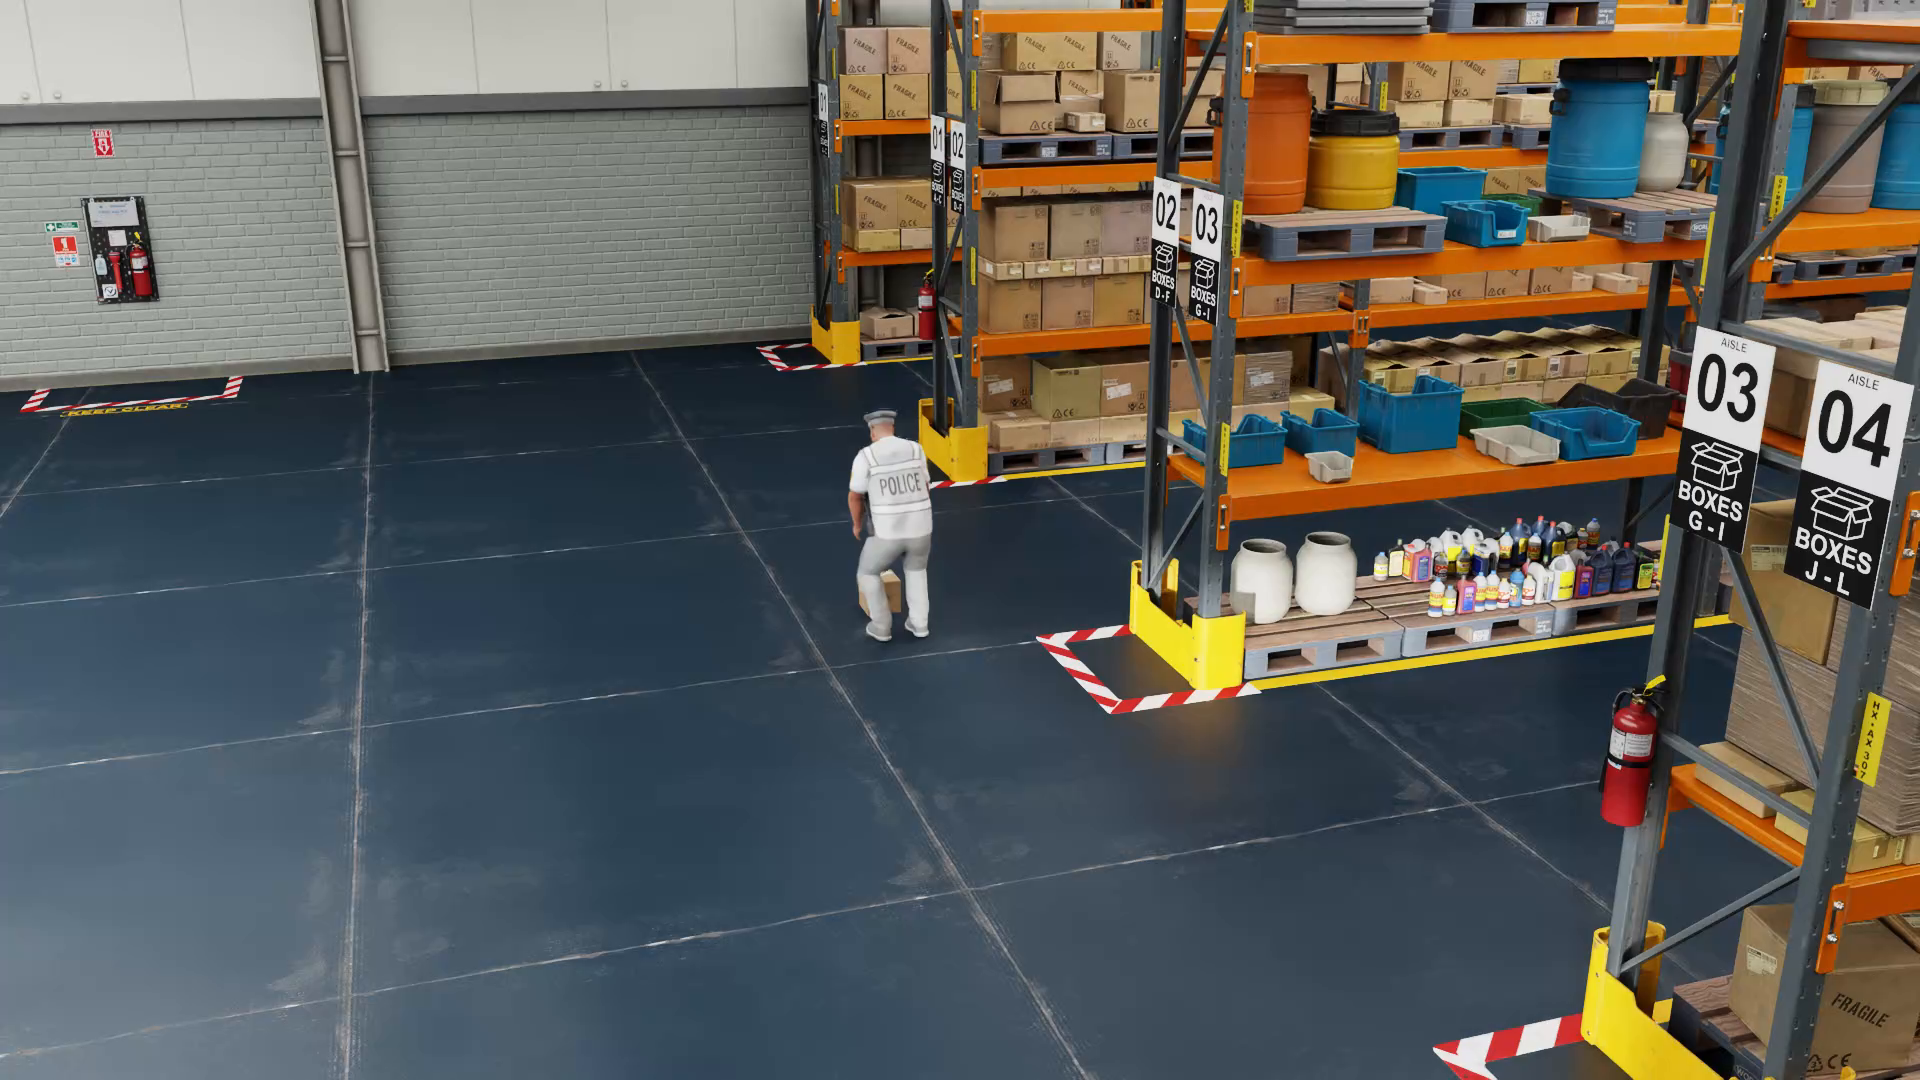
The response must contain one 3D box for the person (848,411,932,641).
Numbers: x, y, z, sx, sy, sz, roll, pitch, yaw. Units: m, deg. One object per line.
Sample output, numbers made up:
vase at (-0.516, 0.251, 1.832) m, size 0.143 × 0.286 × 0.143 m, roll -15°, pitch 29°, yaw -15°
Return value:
person at (-0.482, -0.090, 11.585) m, size 0.581 × 1.589 × 0.657 m, roll -6°, pitch 20°, yaw -17°
